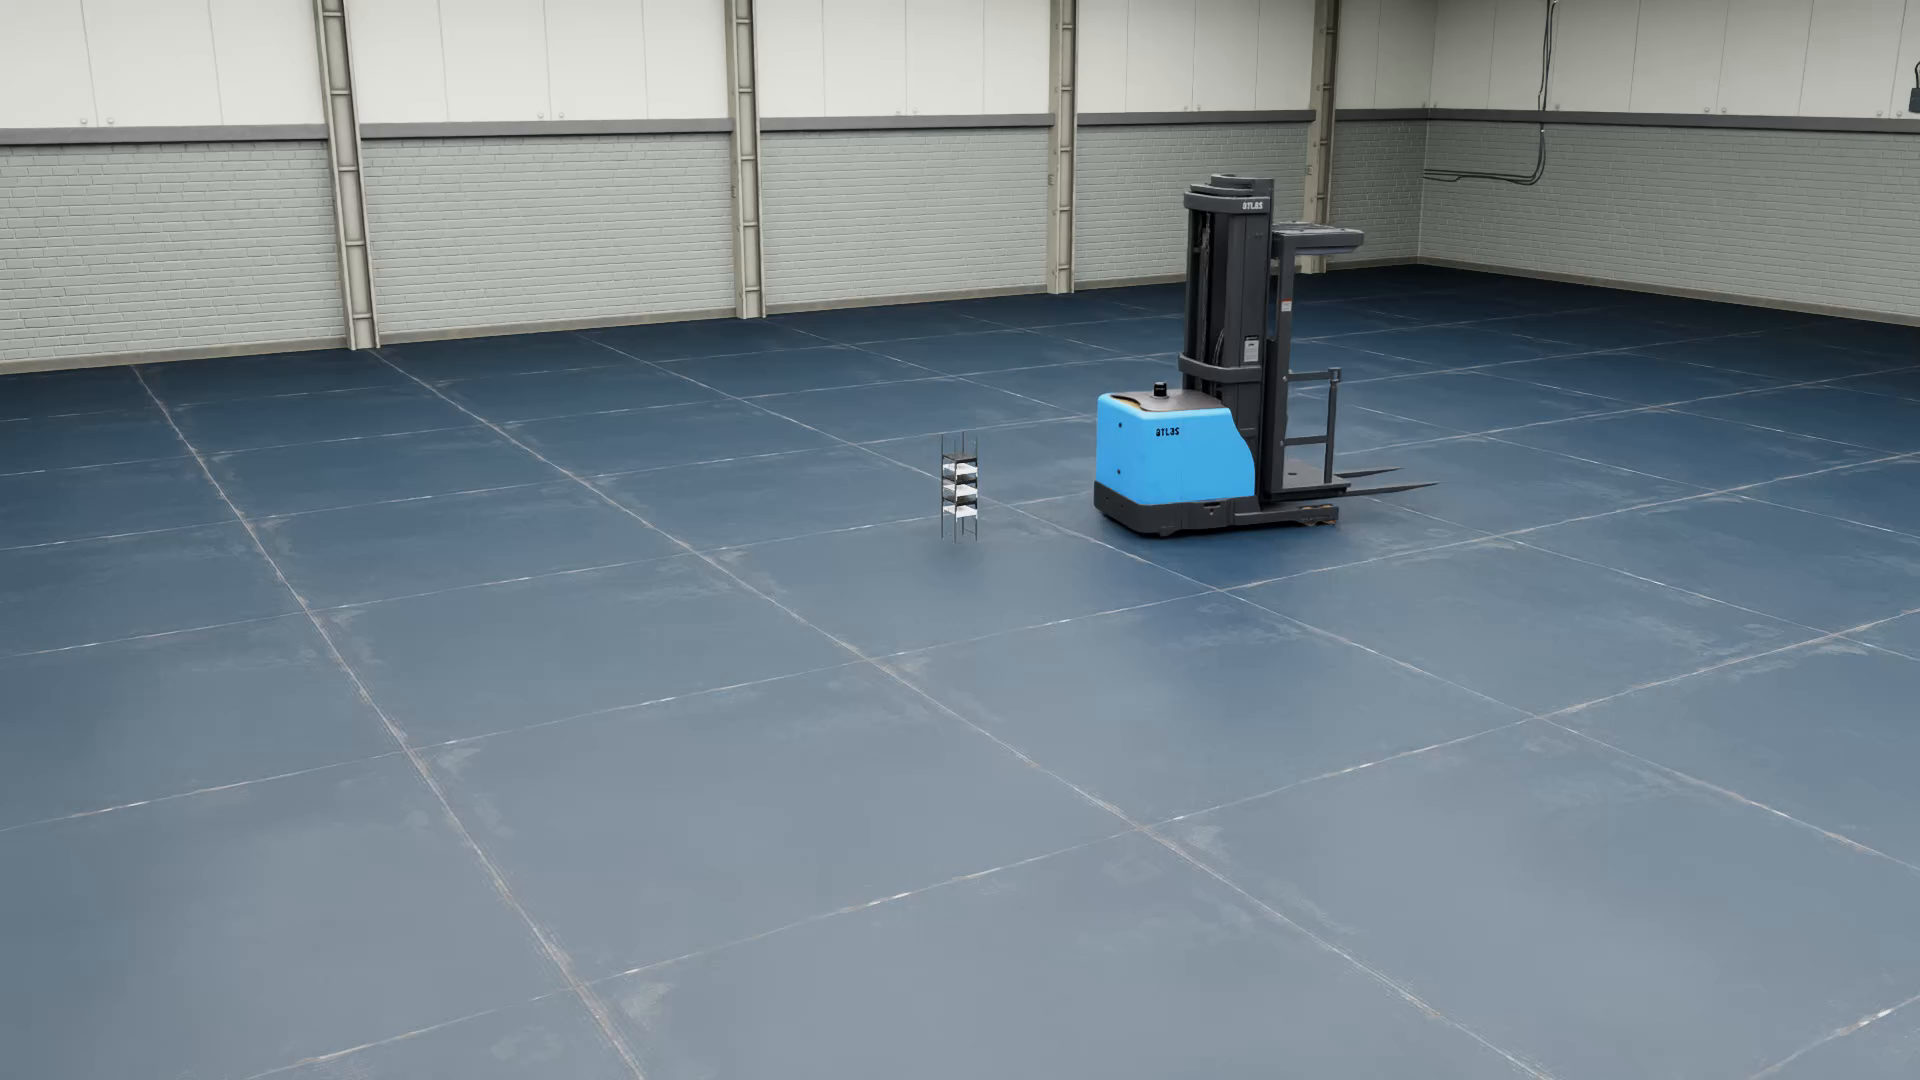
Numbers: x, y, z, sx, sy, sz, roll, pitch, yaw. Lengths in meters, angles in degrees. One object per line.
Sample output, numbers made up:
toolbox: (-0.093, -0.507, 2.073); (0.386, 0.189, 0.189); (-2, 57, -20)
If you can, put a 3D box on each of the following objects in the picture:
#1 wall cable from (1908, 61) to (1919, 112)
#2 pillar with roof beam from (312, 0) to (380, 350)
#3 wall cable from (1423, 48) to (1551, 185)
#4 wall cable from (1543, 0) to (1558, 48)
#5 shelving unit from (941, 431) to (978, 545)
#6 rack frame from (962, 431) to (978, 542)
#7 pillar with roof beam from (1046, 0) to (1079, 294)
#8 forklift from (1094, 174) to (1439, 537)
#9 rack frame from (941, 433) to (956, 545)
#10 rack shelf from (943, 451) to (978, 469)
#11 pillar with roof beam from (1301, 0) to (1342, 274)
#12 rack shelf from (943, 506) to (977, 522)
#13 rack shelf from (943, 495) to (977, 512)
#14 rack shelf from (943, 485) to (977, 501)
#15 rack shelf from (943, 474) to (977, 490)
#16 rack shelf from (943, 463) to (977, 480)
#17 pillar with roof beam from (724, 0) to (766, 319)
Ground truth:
wall cable: (15.010, -9.124, 23.484); (0.169, 6.003, 2.305); (-9, 18, -30)
pillar with roof beam: (-6.284, -6.083, 18.938); (0.400, 9.000, 9.100); (-9, 18, -30)
wall cable: (10.134, -8.190, 32.206); (0.112, 2.526, 3.097); (-9, 18, -30)
wall cable: (11.527, -9.995, 29.291); (0.112, 2.526, 3.097); (-9, 18, -30)
shelving unit: (-0.007, -0.432, 13.784); (0.210, 0.900, 0.258); (-9, 18, -30)
rack frame: (0.080, -0.446, 13.835); (0.006, 0.900, 0.240); (-9, 18, -30)
pillar with roof beam: (4.002, -7.751, 24.889); (0.400, 9.000, 9.100); (-9, 18, -30)
forklift: (2.757, -1.659, 14.398); (3.031, 2.935, 1.130); (-5, 17, -18)
rack frame: (-0.094, -0.418, 13.734); (0.006, 0.900, 0.240); (-9, 18, -30)
rack shelf: (-0.007, -0.660, 13.720); (0.200, 0.077, 0.258); (-9, 18, -30)
pillar with roof beam: (9.145, -8.585, 27.864); (0.400, 9.000, 9.100); (-9, 18, -30)
rack shelf: (-0.007, -0.227, 13.842); (0.200, 0.077, 0.258); (-9, 18, -30)
rack shelf: (-0.007, -0.313, 13.818); (0.200, 0.077, 0.258); (-9, 18, -30)
rack shelf: (-0.007, -0.400, 13.793); (0.200, 0.077, 0.258); (-9, 18, -30)
rack shelf: (-0.007, -0.487, 13.769); (0.200, 0.077, 0.258); (-9, 18, -30)
rack shelf: (-0.007, -0.573, 13.745); (0.200, 0.077, 0.258); (-9, 18, -30)
pillar with roof beam: (-1.141, -6.917, 21.913); (0.400, 9.000, 9.100); (-9, 18, -30)
